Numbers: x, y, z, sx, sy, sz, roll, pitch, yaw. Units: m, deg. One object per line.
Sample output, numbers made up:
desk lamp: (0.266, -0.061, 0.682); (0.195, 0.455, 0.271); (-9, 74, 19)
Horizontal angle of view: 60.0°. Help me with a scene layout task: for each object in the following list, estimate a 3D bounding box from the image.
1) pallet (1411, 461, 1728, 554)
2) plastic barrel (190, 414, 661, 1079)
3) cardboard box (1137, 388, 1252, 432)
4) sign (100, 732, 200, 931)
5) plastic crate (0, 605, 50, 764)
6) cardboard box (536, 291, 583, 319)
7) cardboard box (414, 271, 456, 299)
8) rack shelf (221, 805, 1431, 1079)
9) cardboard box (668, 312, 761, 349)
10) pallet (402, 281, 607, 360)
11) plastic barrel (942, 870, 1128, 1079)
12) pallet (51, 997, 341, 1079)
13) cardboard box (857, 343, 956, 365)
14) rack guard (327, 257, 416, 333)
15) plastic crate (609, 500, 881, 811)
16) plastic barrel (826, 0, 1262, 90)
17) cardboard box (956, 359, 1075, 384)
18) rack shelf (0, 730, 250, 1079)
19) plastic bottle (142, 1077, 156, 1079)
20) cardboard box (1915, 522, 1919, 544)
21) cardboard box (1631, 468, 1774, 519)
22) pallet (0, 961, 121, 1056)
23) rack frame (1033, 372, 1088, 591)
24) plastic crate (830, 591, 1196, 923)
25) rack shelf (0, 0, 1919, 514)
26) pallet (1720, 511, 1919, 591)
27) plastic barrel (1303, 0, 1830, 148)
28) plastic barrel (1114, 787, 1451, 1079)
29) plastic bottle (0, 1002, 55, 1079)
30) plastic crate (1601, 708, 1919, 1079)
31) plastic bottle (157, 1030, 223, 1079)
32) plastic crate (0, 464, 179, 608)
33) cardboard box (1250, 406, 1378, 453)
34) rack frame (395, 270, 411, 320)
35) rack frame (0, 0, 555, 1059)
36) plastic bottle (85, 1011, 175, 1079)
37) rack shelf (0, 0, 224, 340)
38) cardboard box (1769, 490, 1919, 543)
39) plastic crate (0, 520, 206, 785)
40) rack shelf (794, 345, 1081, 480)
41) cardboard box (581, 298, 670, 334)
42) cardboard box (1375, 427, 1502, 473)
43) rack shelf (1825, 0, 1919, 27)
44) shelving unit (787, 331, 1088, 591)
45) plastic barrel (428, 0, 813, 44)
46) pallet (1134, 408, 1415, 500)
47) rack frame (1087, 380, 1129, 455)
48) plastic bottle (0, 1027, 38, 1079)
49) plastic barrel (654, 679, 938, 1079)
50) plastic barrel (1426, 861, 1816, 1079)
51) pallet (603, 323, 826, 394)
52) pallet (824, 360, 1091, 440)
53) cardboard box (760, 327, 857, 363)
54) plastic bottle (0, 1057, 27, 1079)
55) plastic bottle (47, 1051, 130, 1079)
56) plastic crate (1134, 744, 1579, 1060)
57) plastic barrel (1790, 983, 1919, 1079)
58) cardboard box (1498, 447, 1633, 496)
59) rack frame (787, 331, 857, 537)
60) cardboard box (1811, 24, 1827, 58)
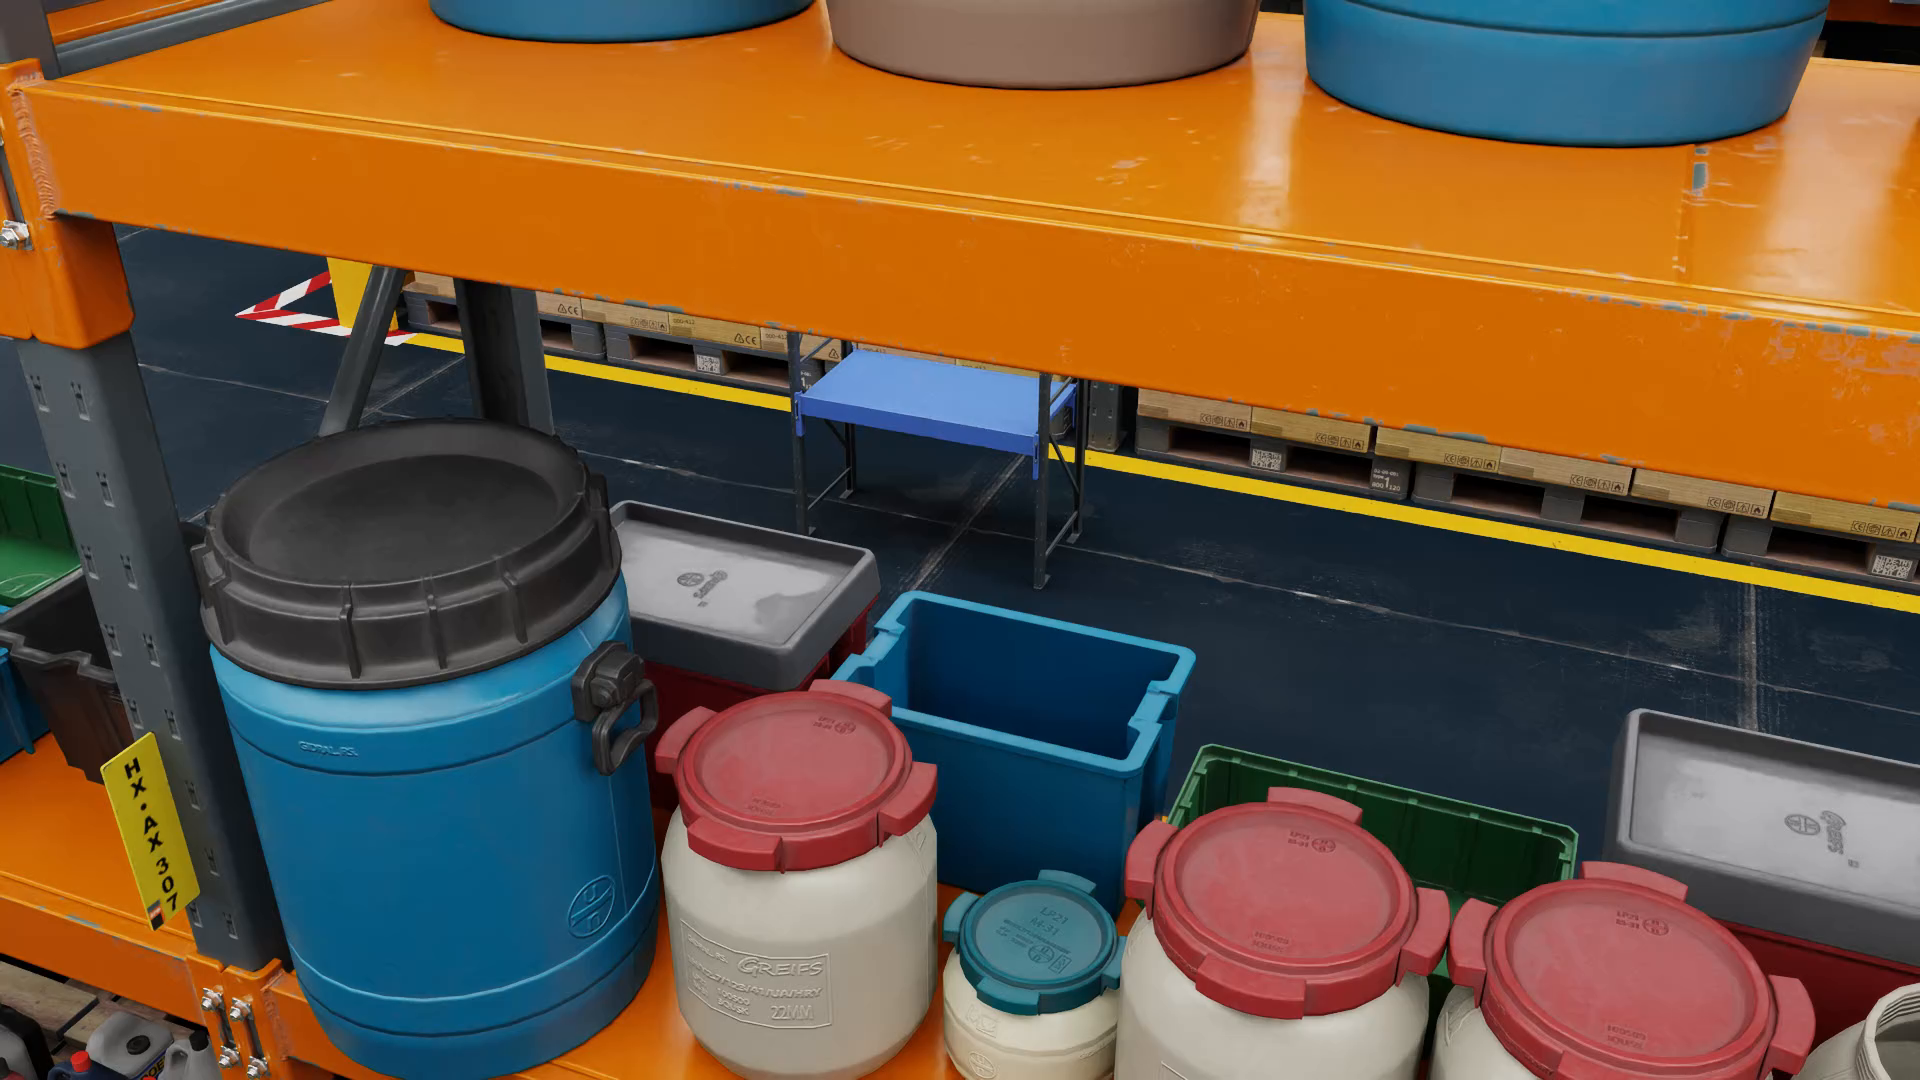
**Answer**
pallet: (2.649, -0.369, 7.188); (1.213, 0.211, 1.003); (11, 31, 19)
plastic barrel: (-0.805, 0.323, 2.621); (0.708, 0.901, 0.600); (11, 31, 19)
cardboard box: (1.098, -0.725, 7.351); (0.500, 0.250, 0.500); (11, 31, 18)
sign: (-1.266, 0.460, 2.607); (0.005, 0.325, 0.100); (11, 31, 19)
plastic crate: (-2.176, 0.315, 3.295); (0.616, 0.251, 0.499); (11, 31, 19)
cardboard box: (-2.012, -1.361, 8.476); (0.500, 0.250, 0.500); (11, 31, 19)
cardboard box: (-2.476, -1.451, 8.637); (0.500, 0.250, 0.500); (11, 31, 19)
rack shelf: (0.804, 1.015, 2.637); (4.000, 0.370, 1.077); (11, 31, 19)
cardboard box: (-1.087, -1.173, 8.145); (0.500, 0.250, 0.500); (11, 31, 19)
pallet: (-2.165, -1.330, 8.888); (1.213, 0.211, 1.003); (11, 31, 19)
plastic barrel: (0.120, 0.707, 2.592); (0.301, 0.262, 0.301); (0, 29, 0)
pallet: (-1.655, 1.402, 4.055); (1.213, 0.211, 1.003); (11, 31, 19)
cardboard box: (-0.155, -0.995, 7.830); (0.500, 0.250, 0.500); (11, 31, 19)
rack guard: (-2.912, -1.583, 9.042); (0.348, 0.500, 1.175); (11, 31, 19)
plastic crate: (-0.485, 0.254, 3.188); (0.583, 0.464, 0.402); (11, 31, 19)
plastic barrel: (0.110, -1.076, 2.048); (0.600, 0.901, 0.600); (0, 29, 0)
cardboard box: (0.305, -0.898, 7.658); (0.500, 0.250, 0.500); (11, 31, 19)
rack shelf: (-2.902, 0.275, 3.947); (4.000, 0.370, 1.077); (11, 31, 19)
plastic bottle: (-1.754, 1.305, 3.637); (0.185, 0.351, 0.144); (10, 31, 18)
cardboard box: (3.944, -0.158, 6.349); (0.500, 0.250, 0.500); (12, 32, 20)
cardboard box: (3.000, -0.346, 6.682); (0.500, 0.250, 0.500); (12, 32, 20)
pallet: (-2.790, 1.177, 4.453); (1.213, 0.211, 1.003); (11, 31, 19)
rack frame: (0.392, -0.575, 6.242); (0.032, 1.500, 0.500); (11, 31, 19)
plastic crate: (0.090, 0.401, 3.009); (0.575, 0.384, 0.392); (11, 31, 19)
rack shelf: (0.804, -0.291, 1.899); (4.000, 0.370, 1.077); (11, 31, 19)
pallet: (3.775, -0.142, 6.788); (1.213, 0.211, 1.003); (11, 31, 19)
plastic barrel: (0.716, -0.955, 1.834); (0.708, 0.901, 0.600); (11, 31, 19)
plastic barrel: (0.435, 0.685, 2.351); (0.433, 0.535, 0.433); (0, 29, 0)
plastic bottle: (-2.216, 1.188, 3.913); (0.133, 0.283, 0.061); (11, 31, 19)
plastic crate: (1.275, 0.605, 2.566); (0.583, 0.464, 0.402); (11, 31, 19)
plastic bottle: (-1.700, 1.240, 3.753); (0.185, 0.351, 0.144); (11, 31, 19)
plastic crate: (-2.201, 0.044, 3.839); (0.662, 0.188, 0.450); (11, 31, 19)
cardboard box: (1.571, -0.629, 7.183); (0.500, 0.250, 0.500); (12, 32, 20)
rack frame: (-2.890, -2.666, 8.419); (0.127, 3.000, 1.000); (11, 31, 19)
rack frame: (-1.050, 0.333, 3.112); (0.053, 2.616, 0.949); (11, 31, 19)
plastic bottle: (-1.899, 1.230, 3.846); (0.135, 0.276, 0.152); (11, 31, 19)
rack shelf: (-2.902, -1.031, 3.209); (4.000, 0.370, 1.077); (11, 31, 19)
cardboard box: (3.465, -0.252, 6.515); (0.500, 0.250, 0.500); (11, 31, 19)
plastic crate: (-1.486, 0.204, 3.404); (0.504, 0.338, 0.767); (11, 31, 19)
rack shelf: (-0.079, -0.512, 6.497); (1.000, 0.185, 0.538); (11, 31, 19)
cardboard box: (-1.548, -1.268, 8.312); (0.500, 0.250, 0.500); (11, 31, 19)
cardboard box: (2.052, -0.535, 7.015); (0.500, 0.250, 0.500); (10, 31, 18)
rack shelf: (4.529, -3.502, 10.629); (4.000, 0.370, 1.077); (11, 31, 19)
shelving unit: (-0.079, -0.669, 6.409); (1.048, 1.500, 0.538); (11, 31, 19)
plastic barrel: (-0.496, -1.197, 2.262); (0.708, 0.901, 0.600); (11, 31, 19)
pallet: (1.514, -0.594, 7.586); (1.213, 0.211, 1.003); (11, 31, 19)
rack frame: (0.817, -1.926, 7.110); (0.127, 3.000, 1.000); (11, 31, 19)
plastic bottle: (-2.231, 1.210, 3.805); (0.185, 0.351, 0.144); (11, 31, 19)
plastic barrel: (-0.245, 0.549, 2.592); (0.433, 0.535, 0.433); (0, 29, 0)
plastic barrel: (0.836, 0.765, 2.210); (0.433, 0.535, 0.433); (0, 29, 0)
pallet: (-1.039, -1.104, 8.488); (1.213, 0.211, 1.003); (11, 31, 19)
pallet: (0.096, -0.879, 8.090); (1.213, 0.211, 1.003); (11, 31, 19)
cardboard box: (-0.623, -1.081, 7.982); (0.500, 0.250, 0.500); (11, 31, 19)
plastic bottle: (-2.098, 1.288, 3.736); (0.133, 0.283, 0.061); (13, 32, 22)
plastic bottle: (-1.932, 1.270, 3.700); (0.185, 0.351, 0.144); (10, 31, 17)
plastic crate: (0.671, 0.617, 2.825); (0.662, 0.188, 0.450); (11, 31, 19)
plastic barrel: (1.234, 0.852, 2.081); (0.421, 0.512, 0.421); (0, 29, 0)
cardboard box: (2.523, -0.440, 6.848); (0.500, 0.250, 0.500); (12, 32, 20)
rack frame: (-0.550, -0.763, 6.575); (0.032, 1.500, 0.500); (11, 31, 19)
cardboard box: (5.191, -3.119, 10.551); (0.500, 0.250, 0.500); (12, 32, 20)
